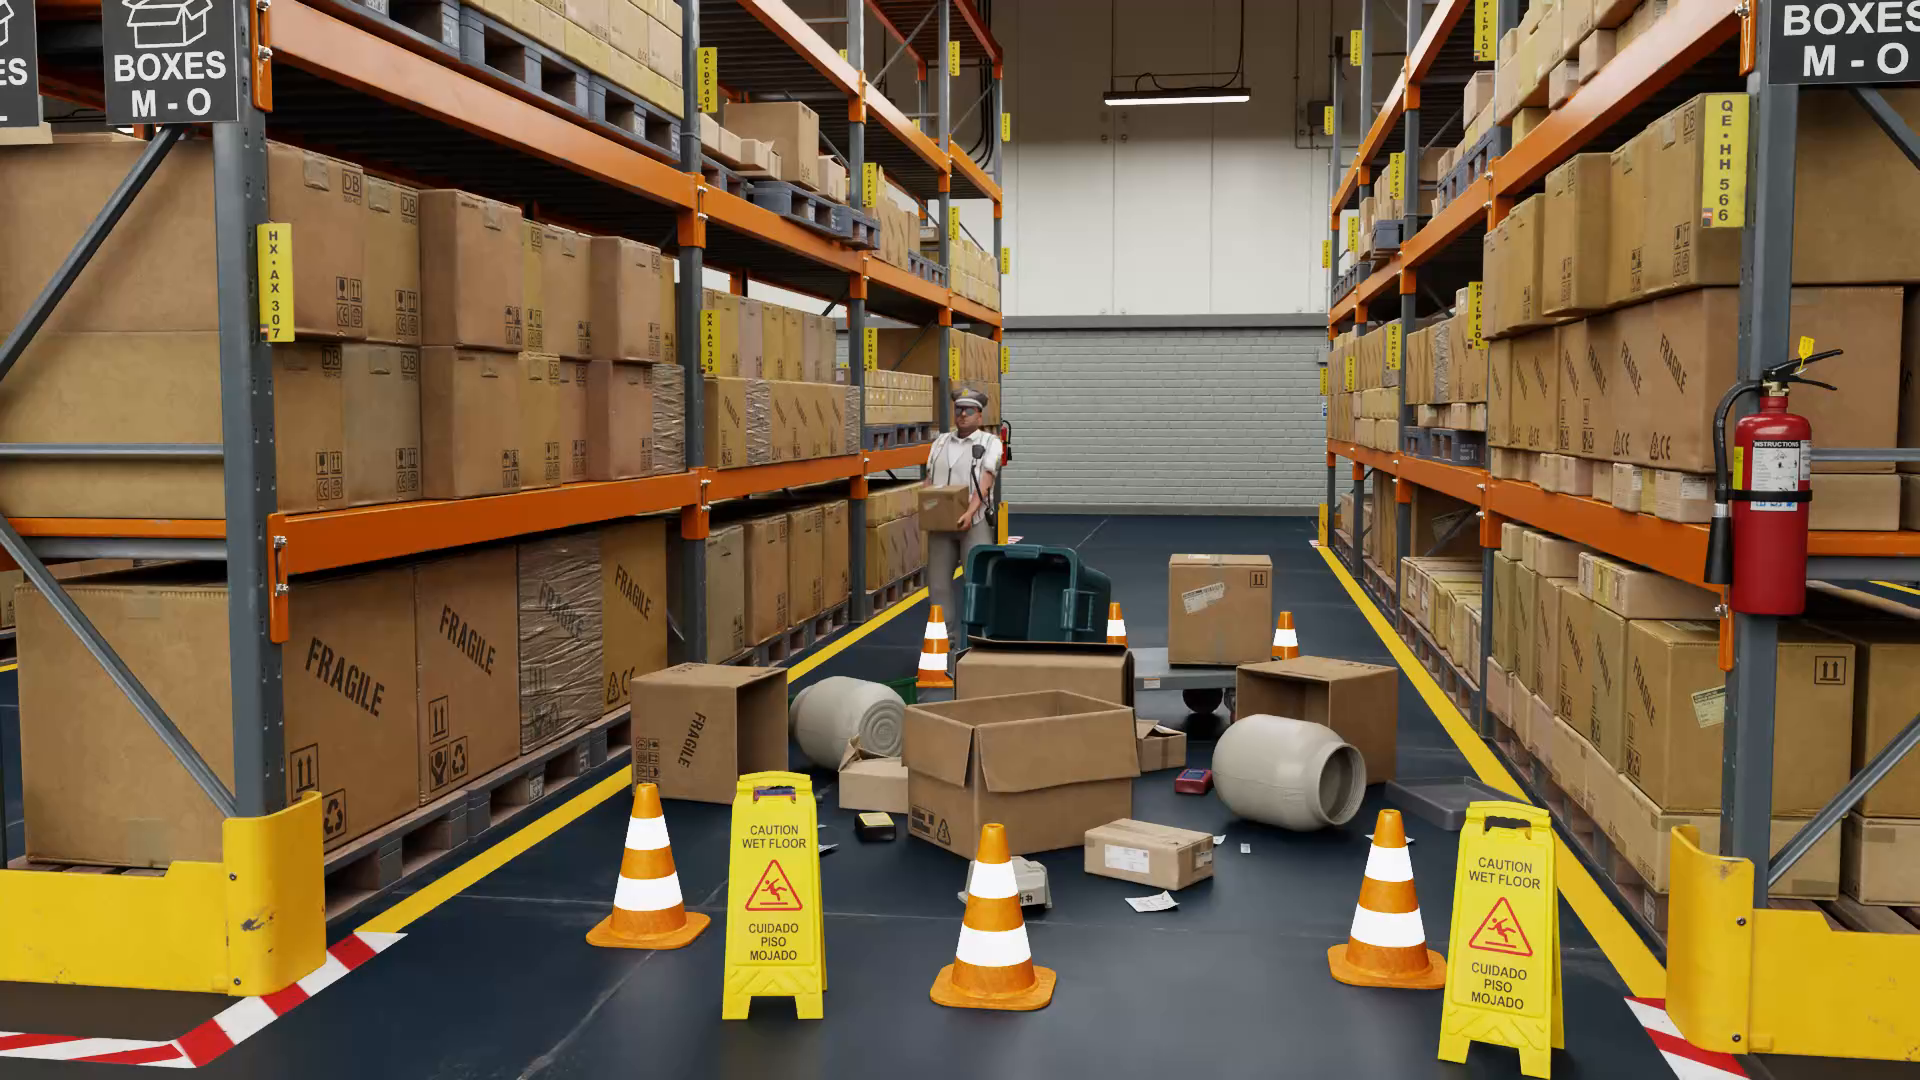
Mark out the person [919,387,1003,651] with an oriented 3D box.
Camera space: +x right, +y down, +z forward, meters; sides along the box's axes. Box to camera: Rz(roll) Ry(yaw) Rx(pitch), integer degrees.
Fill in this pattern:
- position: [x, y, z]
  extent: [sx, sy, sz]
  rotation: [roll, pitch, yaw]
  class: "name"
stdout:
- position: [-0.010, -0.084, 10.590]
  extent: [0.494, 1.761, 0.572]
  rotation: [2, 5, 22]
  class: "person"
